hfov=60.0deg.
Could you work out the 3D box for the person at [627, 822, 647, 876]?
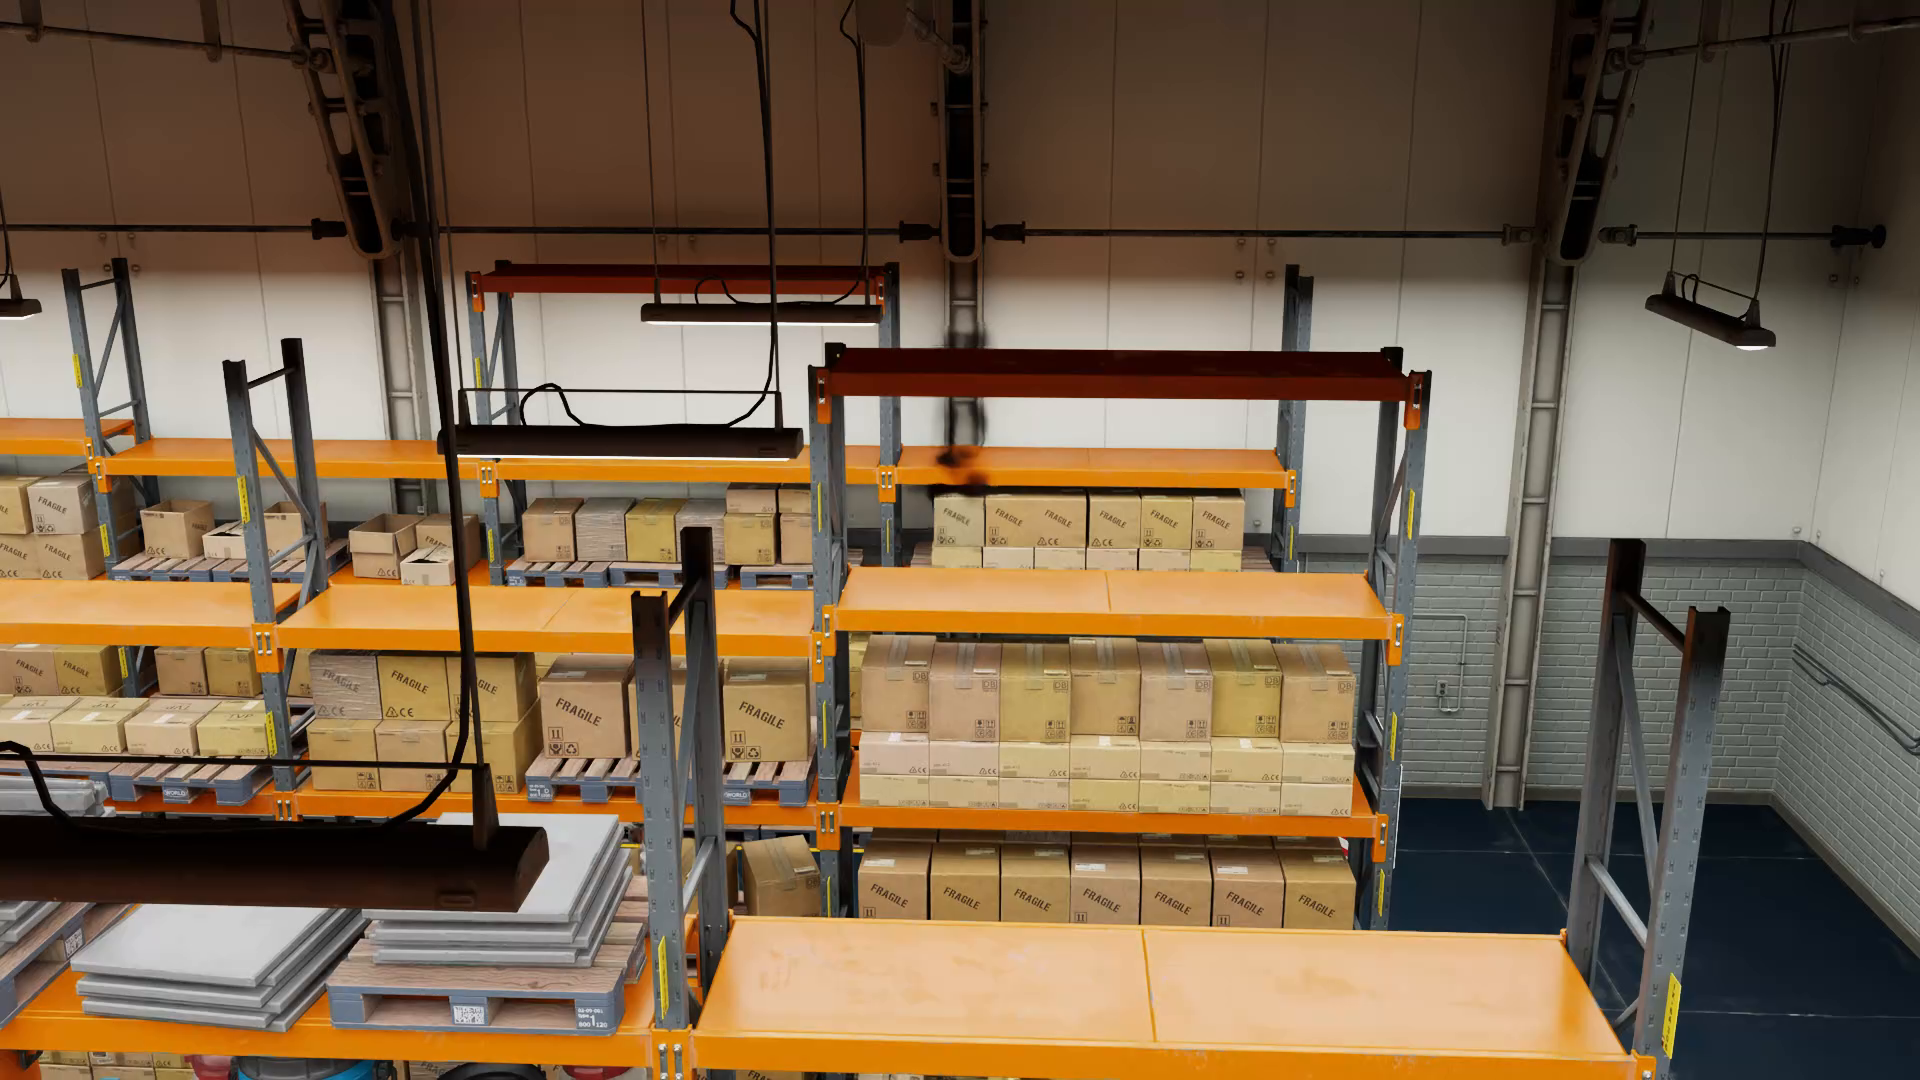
[{"bbox_3d":[-2.455,3.200,14.657,0.889,1.722,0.664,0,16,1],"label":"person"}]
